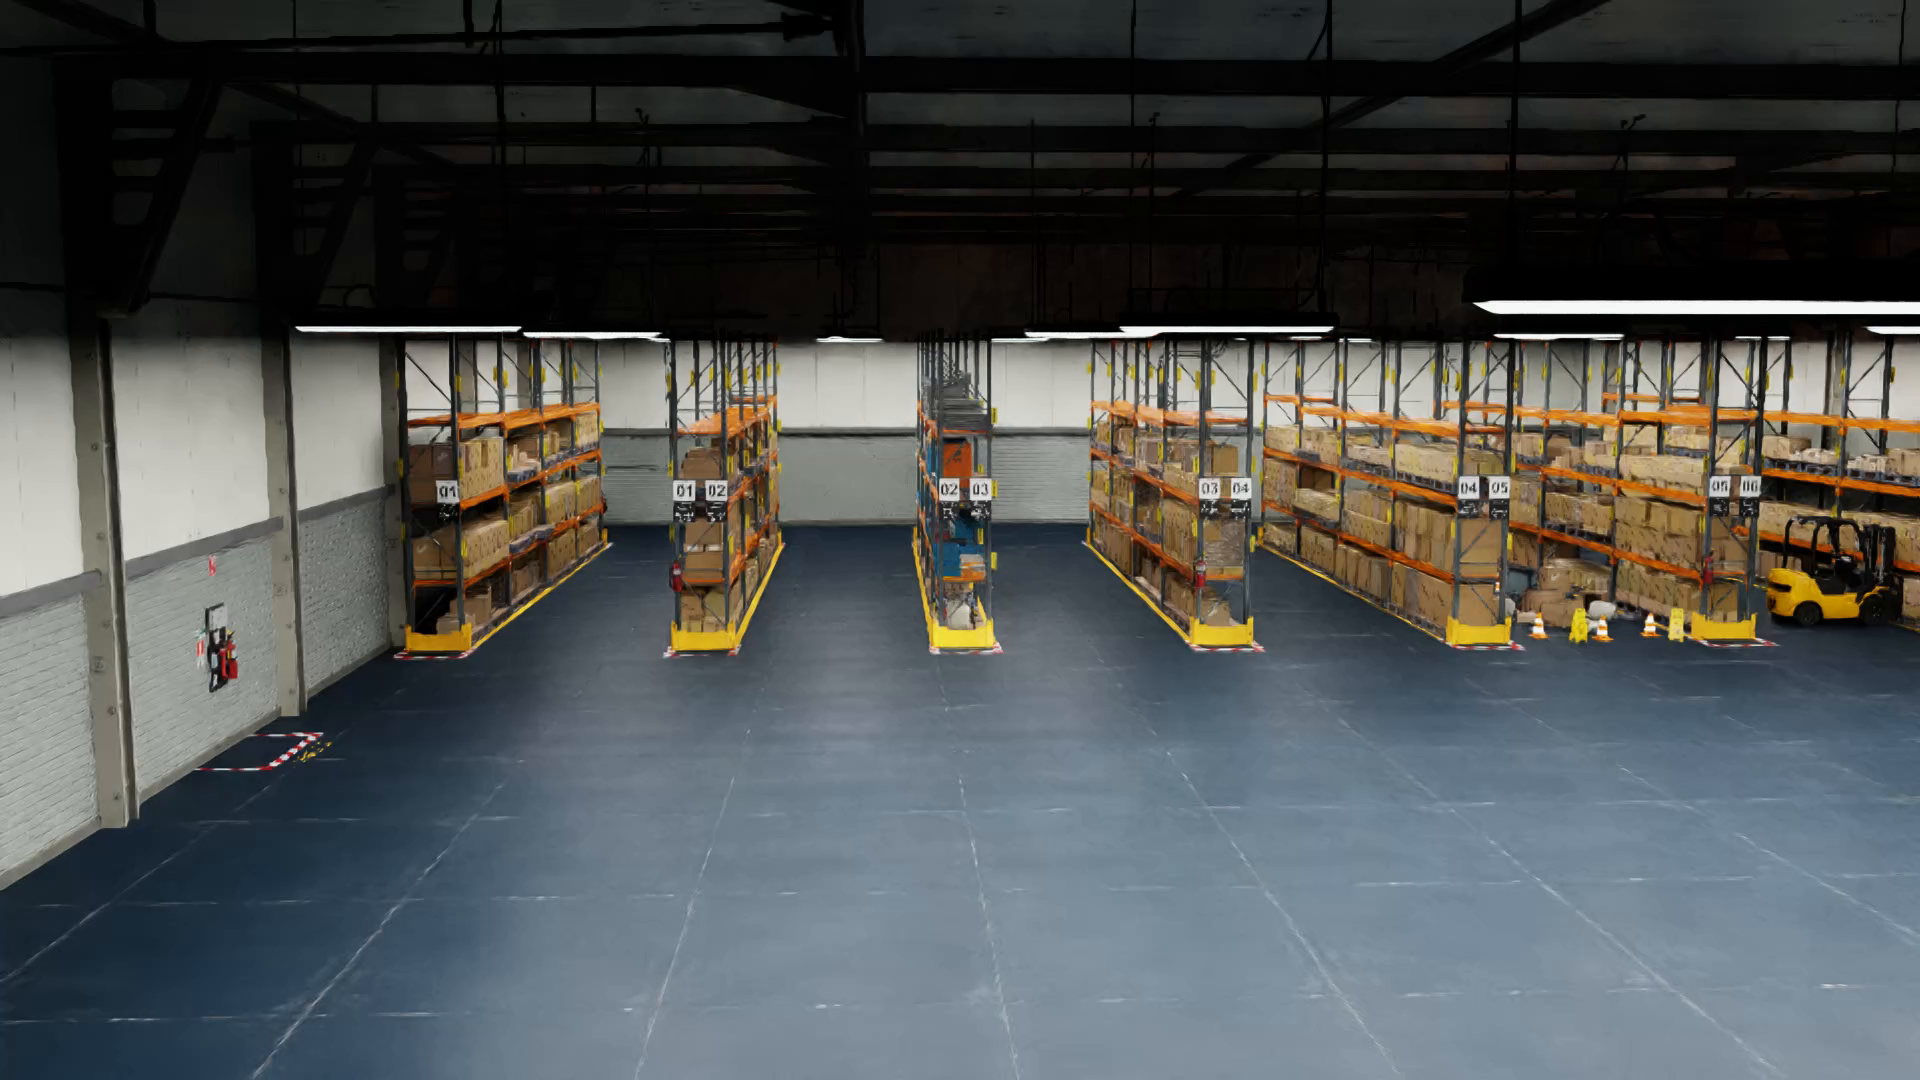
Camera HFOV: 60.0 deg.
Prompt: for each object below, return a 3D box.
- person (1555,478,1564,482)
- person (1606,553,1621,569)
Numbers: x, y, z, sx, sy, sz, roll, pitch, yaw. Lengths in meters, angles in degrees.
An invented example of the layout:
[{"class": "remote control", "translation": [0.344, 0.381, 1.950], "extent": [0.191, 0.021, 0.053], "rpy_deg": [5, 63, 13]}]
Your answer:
[{"class": "person", "translation": [18.369, -1.087, 50.832], "extent": [0.666, 1.656, 0.496], "rpy_deg": [-4, 8, -30]}, {"class": "person", "translation": [16.073, 0.030, 40.728], "extent": [0.446, 1.766, 0.628], "rpy_deg": [-5, 8, -34]}]
